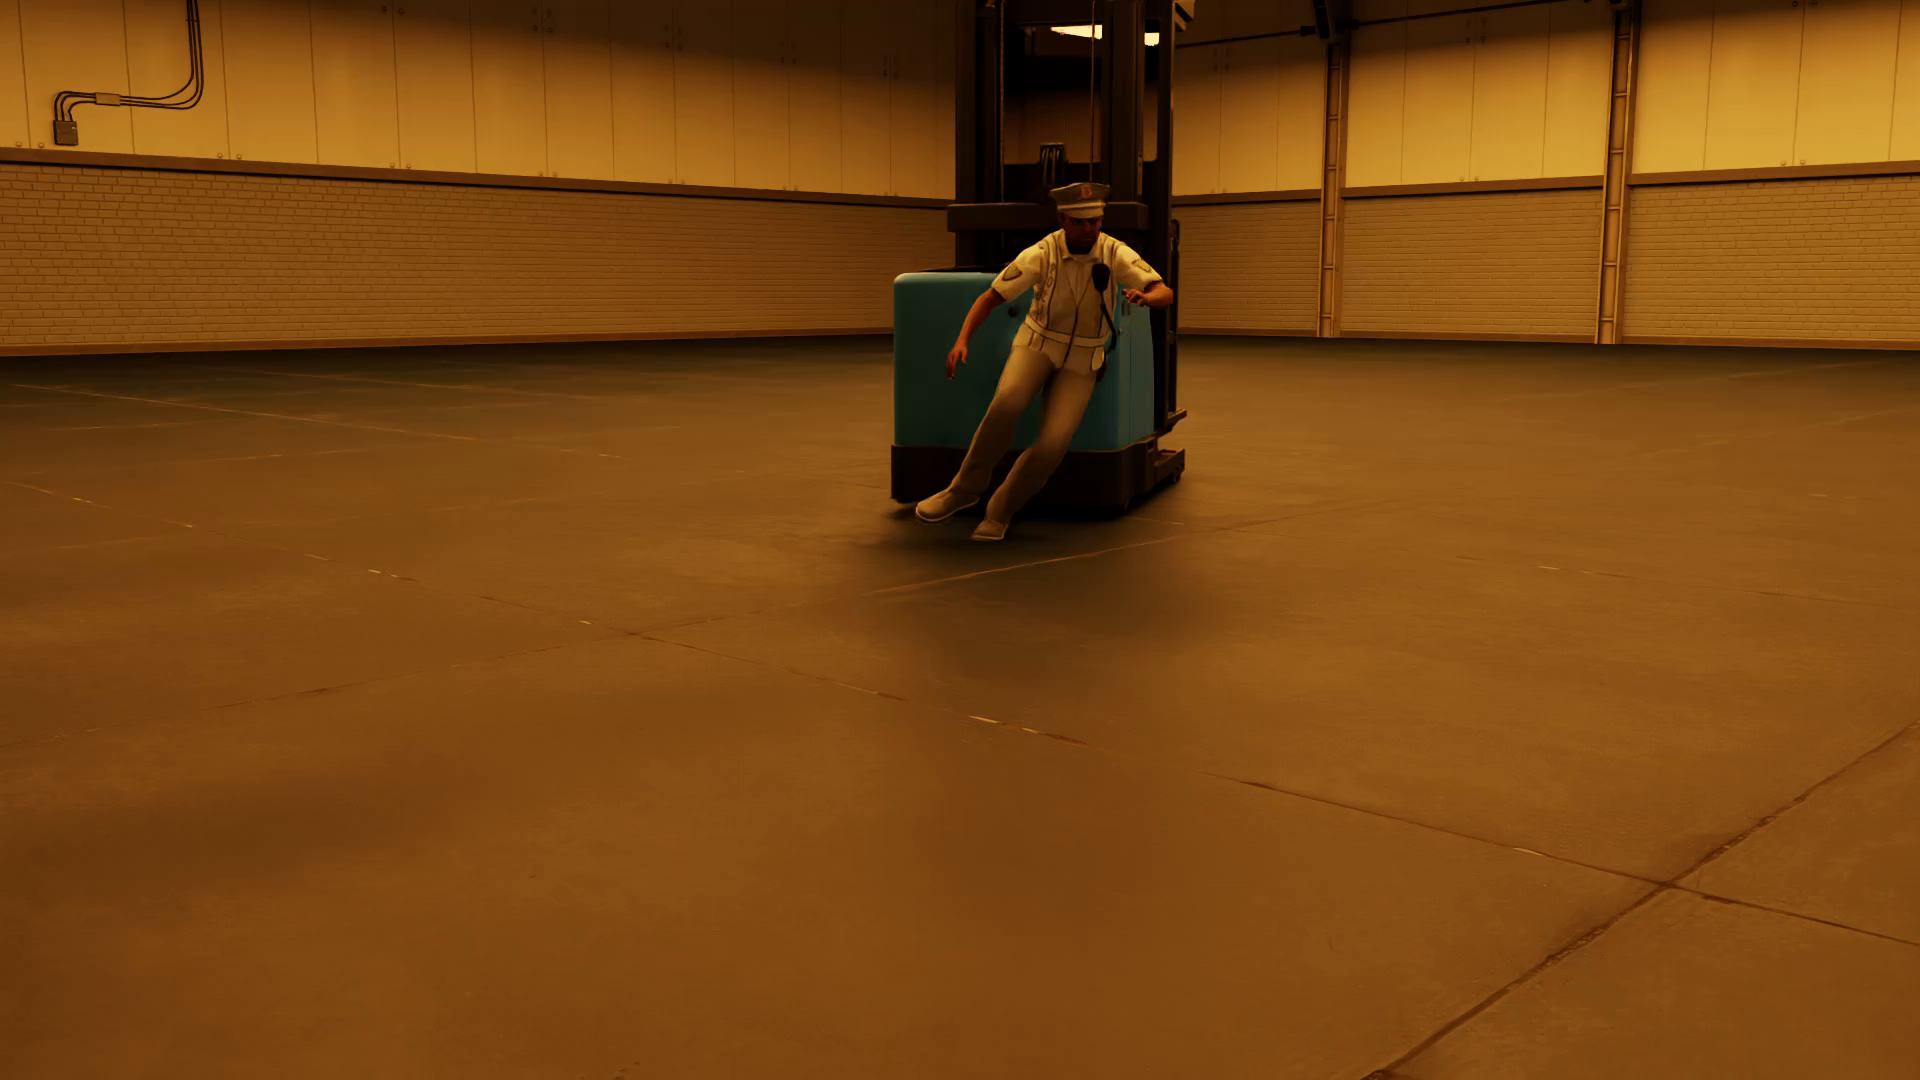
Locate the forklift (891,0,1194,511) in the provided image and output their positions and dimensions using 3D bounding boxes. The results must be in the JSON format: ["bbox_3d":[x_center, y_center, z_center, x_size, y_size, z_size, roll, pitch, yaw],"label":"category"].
[{"bbox_3d":[0.580,-1.757,8.540,1.130,2.935,3.031,2,9,16],"label":"forklift"}]

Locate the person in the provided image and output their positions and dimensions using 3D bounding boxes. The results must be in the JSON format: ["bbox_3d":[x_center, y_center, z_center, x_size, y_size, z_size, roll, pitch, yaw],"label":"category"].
[{"bbox_3d":[0.323,-0.677,6.523,0.983,1.425,0.886,-1,9,-10],"label":"person"}]
